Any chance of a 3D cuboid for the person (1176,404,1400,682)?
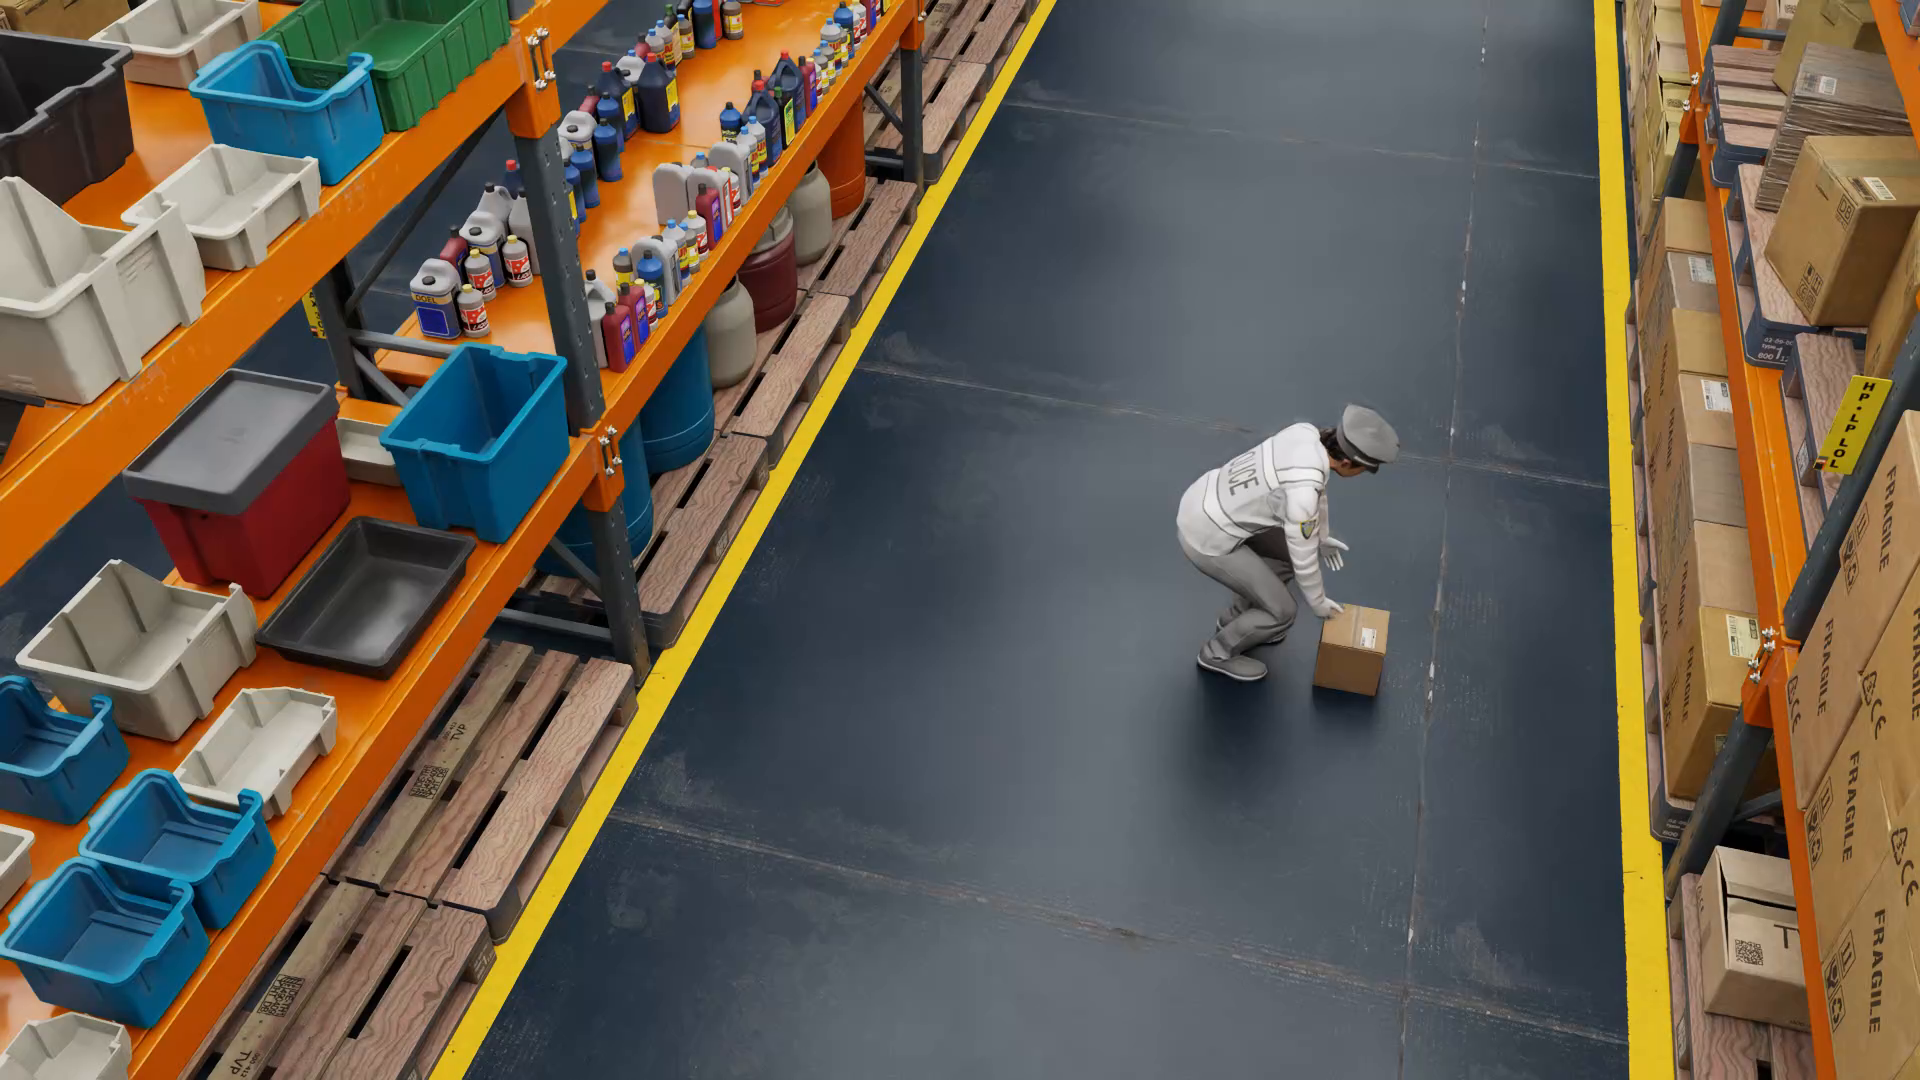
[{"bbox_3d":[1.240,-0.018,6.509,0.776,1.235,0.529,10,42,11],"label":"person"}]
